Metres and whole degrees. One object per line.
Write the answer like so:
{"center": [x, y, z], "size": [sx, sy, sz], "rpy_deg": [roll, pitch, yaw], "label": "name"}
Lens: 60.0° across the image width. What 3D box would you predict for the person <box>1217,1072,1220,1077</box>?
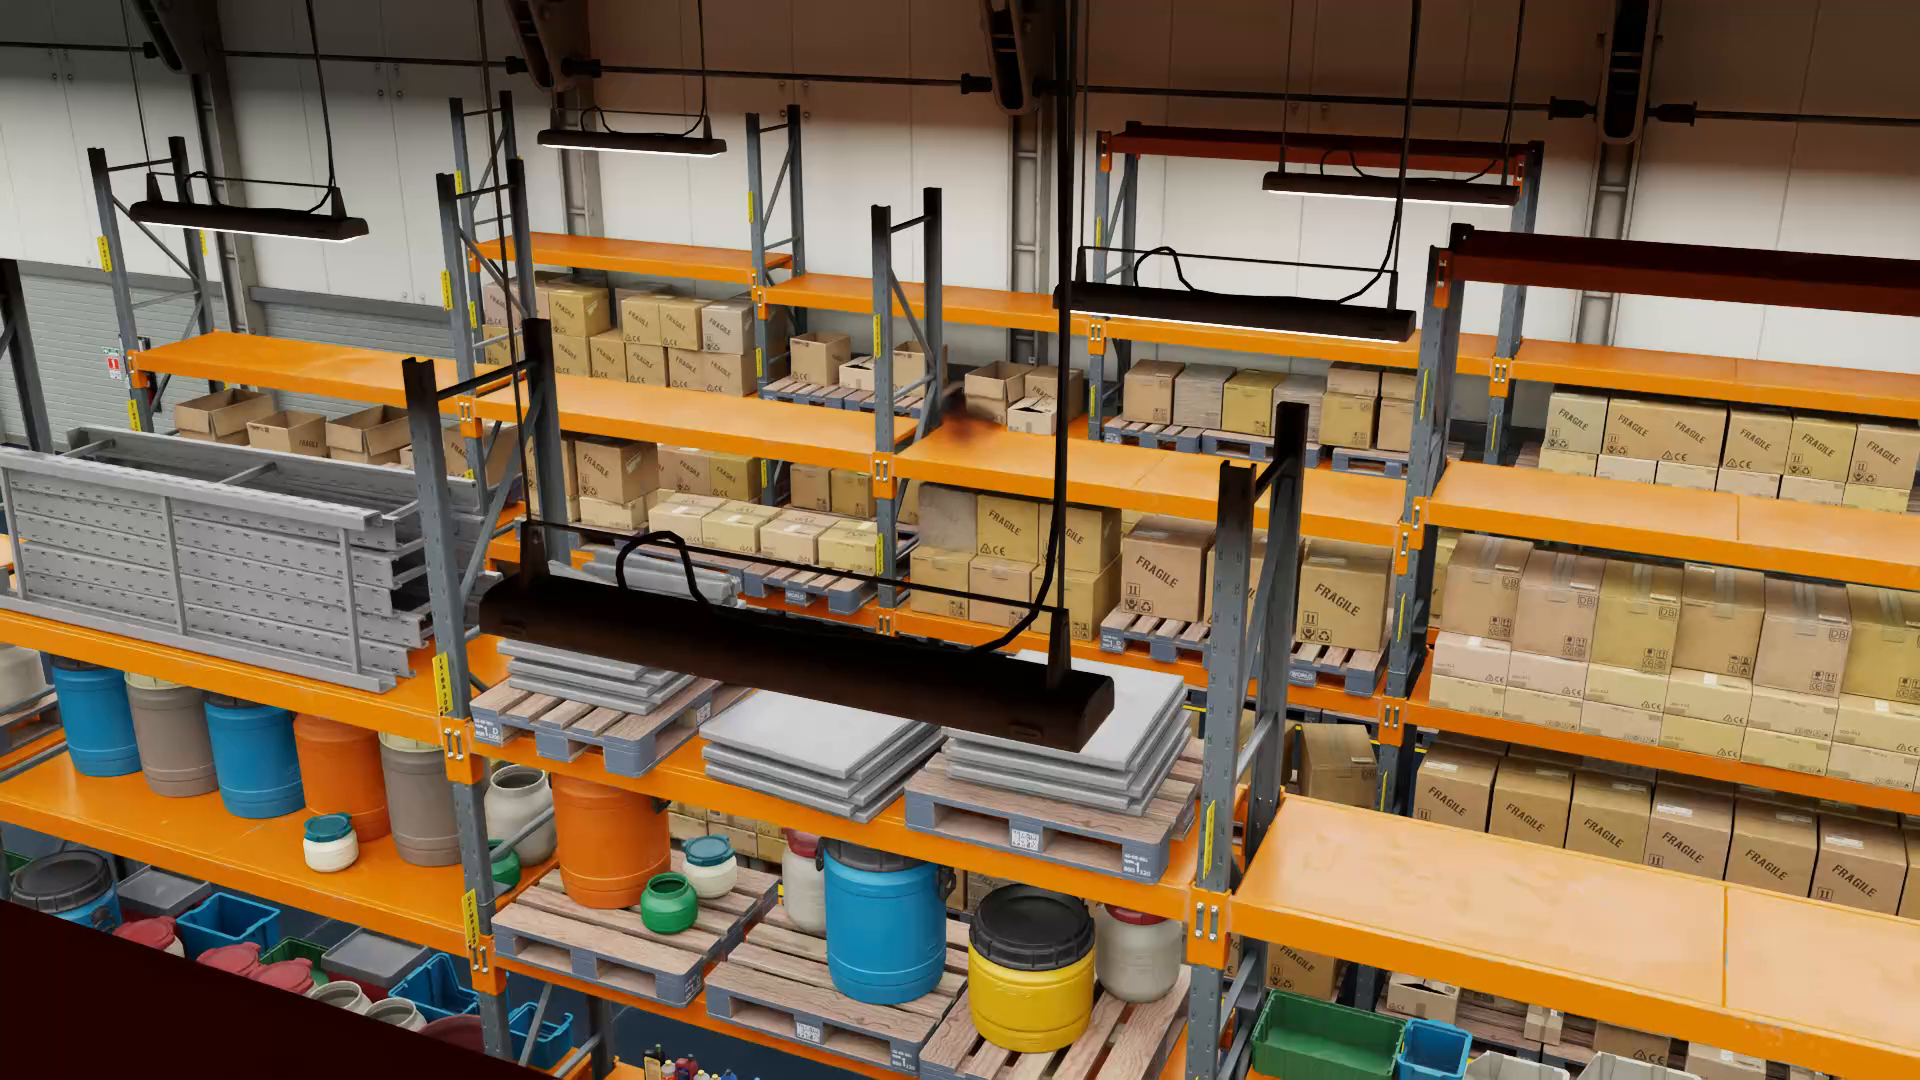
{"center": [1.367, 3.767, 10.205], "size": [1.026, 1.660, 0.540], "rpy_deg": [14, 25, 33], "label": "person"}
